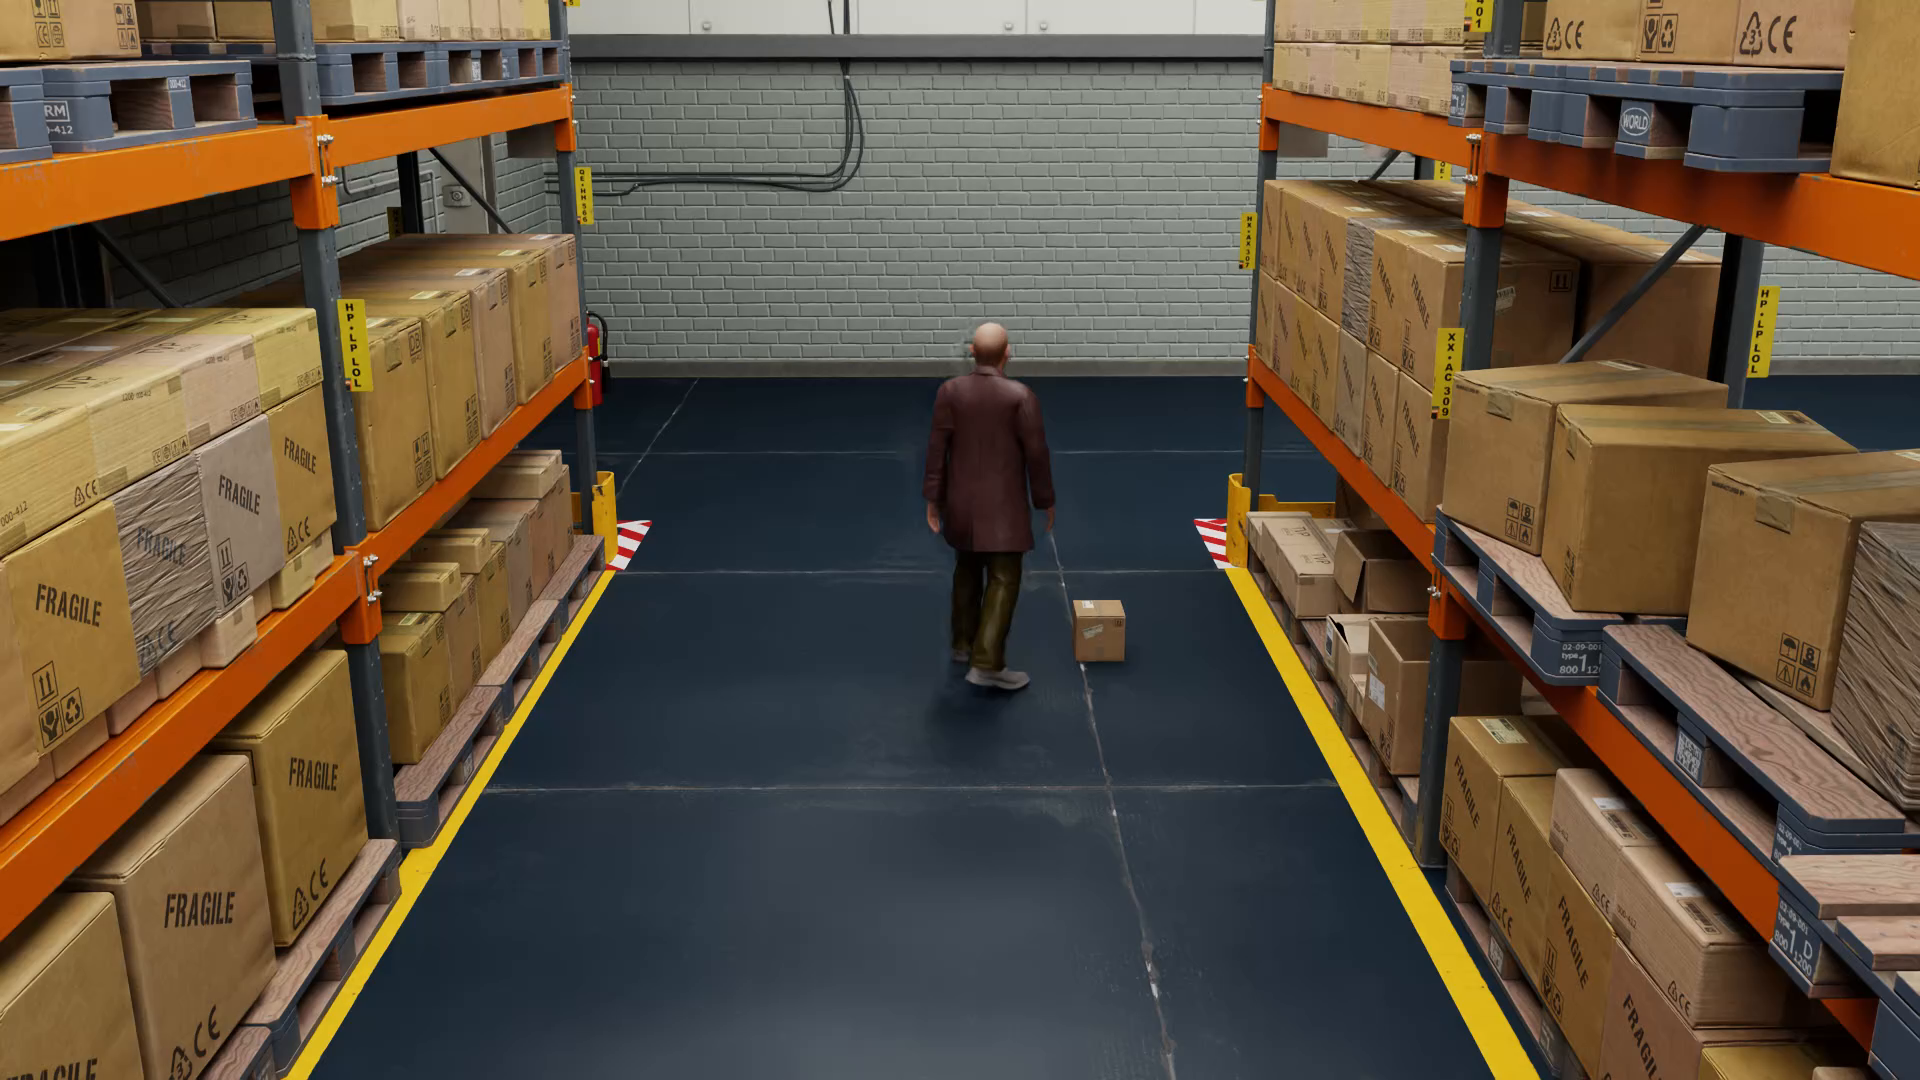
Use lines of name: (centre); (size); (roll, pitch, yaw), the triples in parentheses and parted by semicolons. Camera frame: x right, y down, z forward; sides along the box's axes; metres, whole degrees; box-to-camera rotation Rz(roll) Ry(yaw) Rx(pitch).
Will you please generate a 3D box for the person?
person: (0.132, -0.181, 8.184); (0.670, 1.767, 0.814); (6, 18, 20)
